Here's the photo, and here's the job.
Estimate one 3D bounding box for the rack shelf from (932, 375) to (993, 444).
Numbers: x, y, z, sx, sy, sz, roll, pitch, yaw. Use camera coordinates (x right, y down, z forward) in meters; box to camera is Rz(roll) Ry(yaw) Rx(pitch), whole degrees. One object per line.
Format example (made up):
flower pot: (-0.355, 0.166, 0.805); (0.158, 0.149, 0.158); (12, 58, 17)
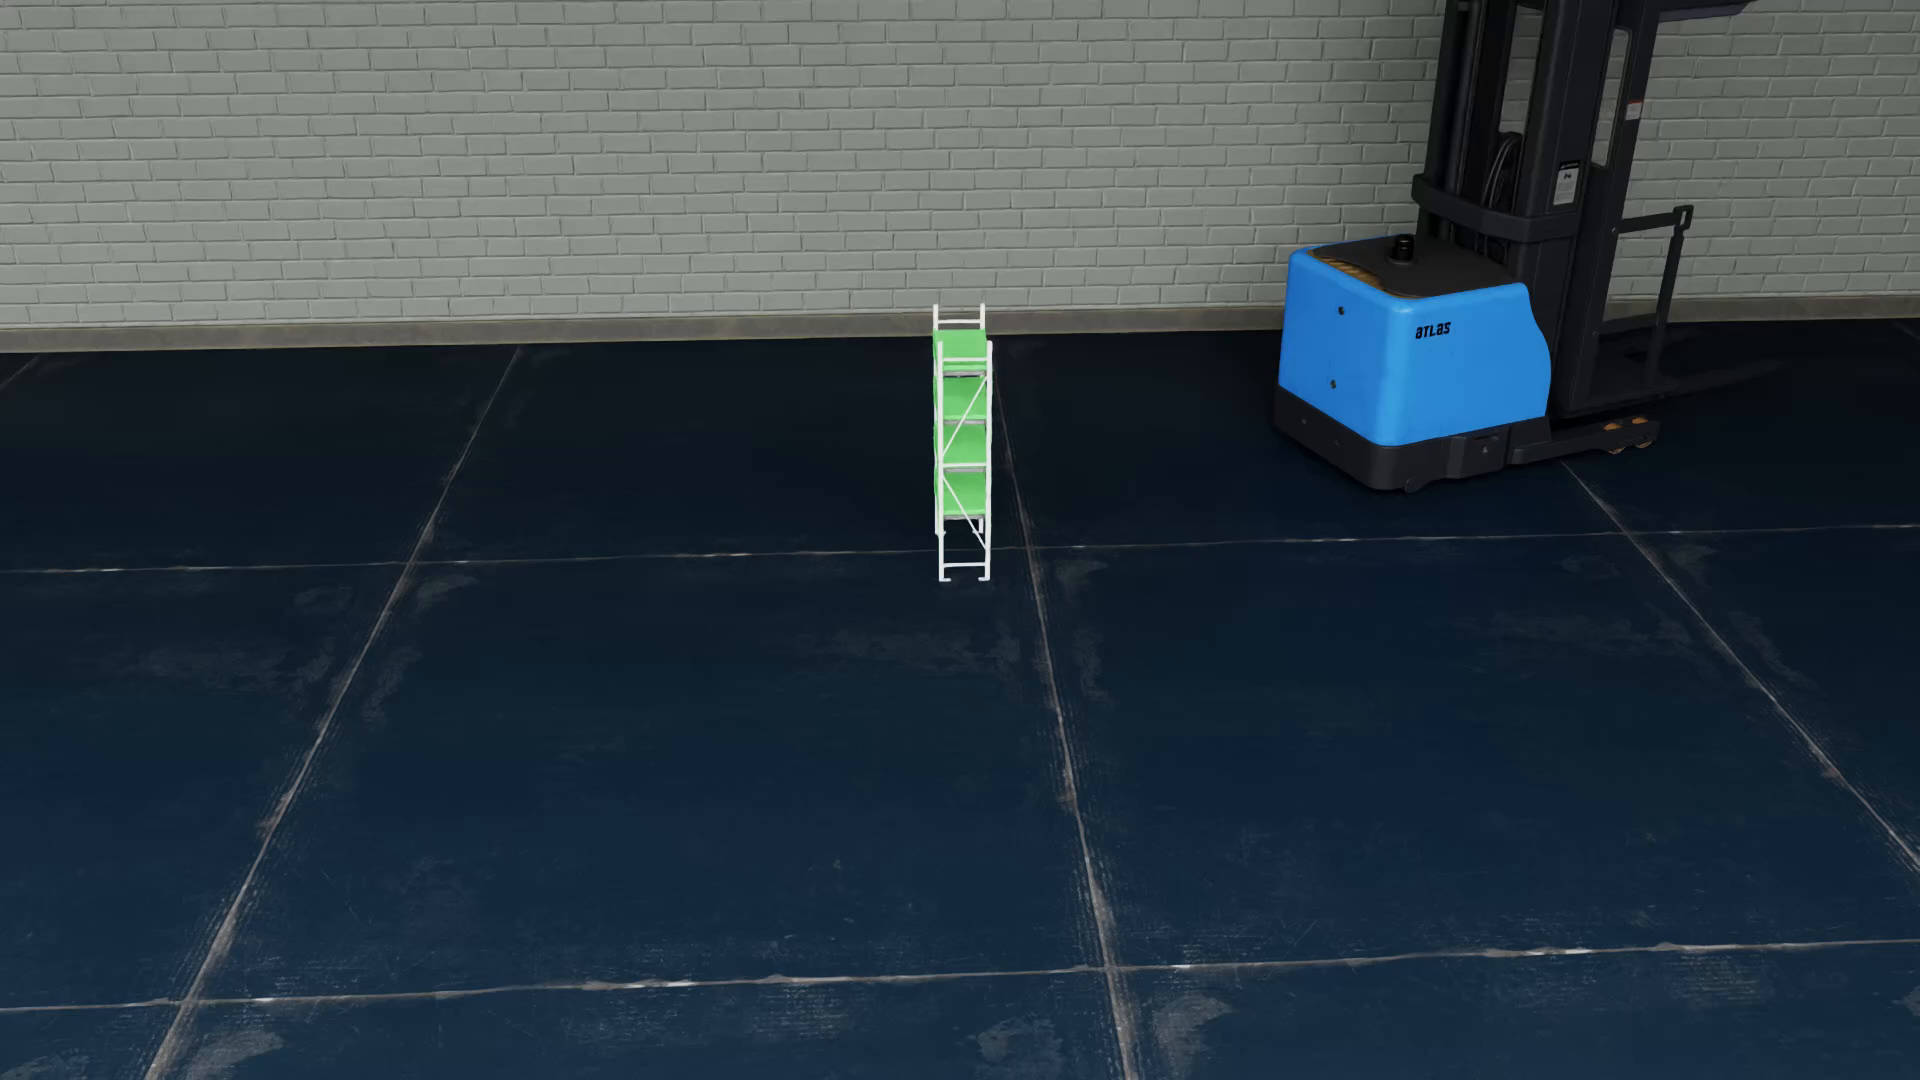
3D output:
rack shelf: (0.009, -0.612, 7.745); (0.258, 0.148, 0.480); (-1, 28, -3)

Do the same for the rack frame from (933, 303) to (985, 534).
rack frame: (-0.004, -0.568, 8.042); (0.240, 1.200, 0.015); (-1, 28, -3)

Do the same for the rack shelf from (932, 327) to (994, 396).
rack shelf: (0.009, -0.824, 7.634); (0.258, 0.148, 0.480); (-1, 28, -3)

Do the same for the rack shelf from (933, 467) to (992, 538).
rack shelf: (0.009, -0.186, 7.967); (0.258, 0.148, 0.480); (-1, 28, -3)

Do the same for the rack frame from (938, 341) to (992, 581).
rack frame: (0.021, -0.343, 7.610); (0.240, 1.200, 0.015); (-1, 28, -3)

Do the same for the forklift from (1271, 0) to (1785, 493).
forklift: (3.315, -1.984, 8.885); (3.031, 2.935, 1.130); (-12, 30, -21)

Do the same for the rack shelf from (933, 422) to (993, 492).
rack shelf: (0.009, -0.399, 7.856); (0.258, 0.148, 0.480); (-1, 28, -3)

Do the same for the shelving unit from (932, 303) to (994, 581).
shelving unit: (0.009, -0.456, 7.826); (0.258, 1.200, 0.503); (-1, 28, -3)
